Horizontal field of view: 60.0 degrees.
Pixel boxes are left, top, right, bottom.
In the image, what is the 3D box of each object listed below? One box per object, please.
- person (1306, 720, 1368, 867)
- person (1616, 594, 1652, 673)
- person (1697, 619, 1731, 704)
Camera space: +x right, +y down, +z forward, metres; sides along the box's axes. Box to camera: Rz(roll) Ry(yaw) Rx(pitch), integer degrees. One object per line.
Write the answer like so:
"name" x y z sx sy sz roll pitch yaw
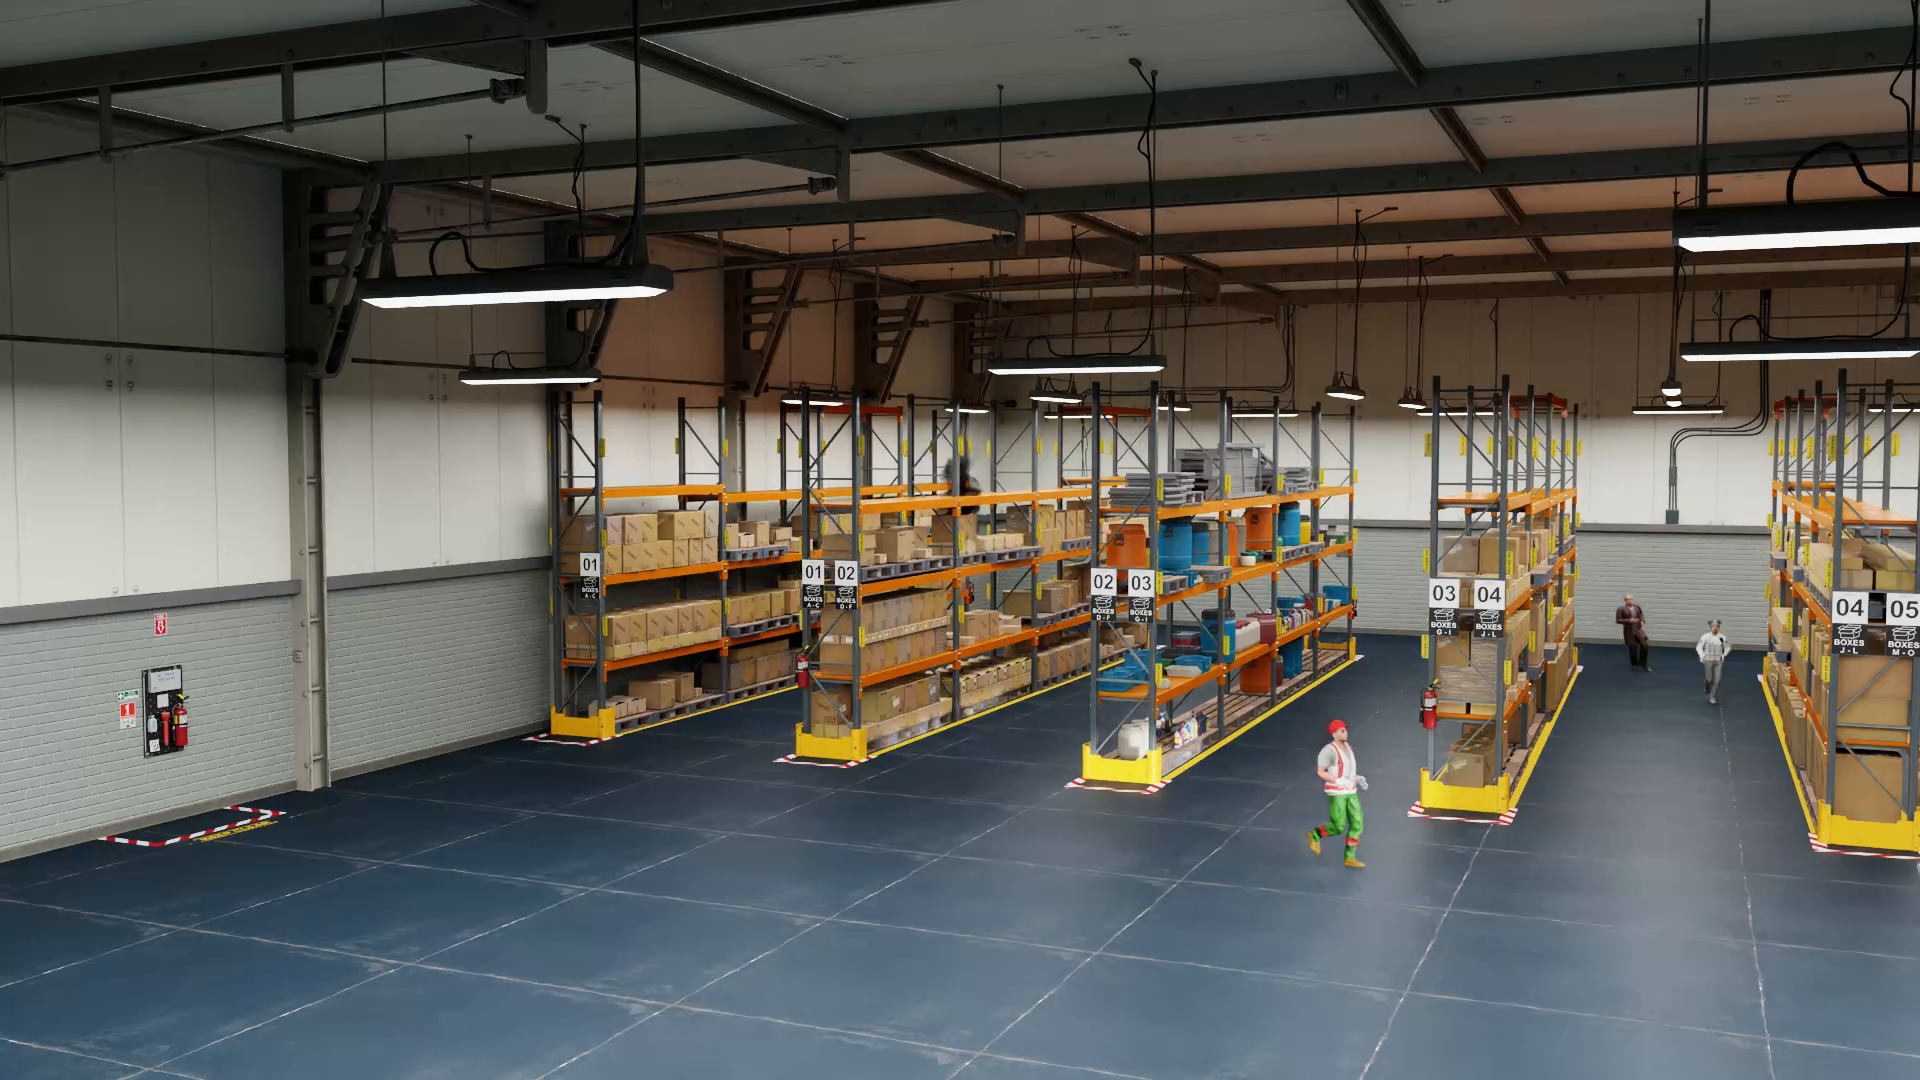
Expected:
"person" 4.546 3.027 19.963 0.664 1.747 0.769 -3 4 -39
"person" 15.046 2.083 37.269 0.797 1.754 0.732 0 3 -1
"person" 14.829 2.376 32.712 0.615 1.657 0.555 1 3 17
